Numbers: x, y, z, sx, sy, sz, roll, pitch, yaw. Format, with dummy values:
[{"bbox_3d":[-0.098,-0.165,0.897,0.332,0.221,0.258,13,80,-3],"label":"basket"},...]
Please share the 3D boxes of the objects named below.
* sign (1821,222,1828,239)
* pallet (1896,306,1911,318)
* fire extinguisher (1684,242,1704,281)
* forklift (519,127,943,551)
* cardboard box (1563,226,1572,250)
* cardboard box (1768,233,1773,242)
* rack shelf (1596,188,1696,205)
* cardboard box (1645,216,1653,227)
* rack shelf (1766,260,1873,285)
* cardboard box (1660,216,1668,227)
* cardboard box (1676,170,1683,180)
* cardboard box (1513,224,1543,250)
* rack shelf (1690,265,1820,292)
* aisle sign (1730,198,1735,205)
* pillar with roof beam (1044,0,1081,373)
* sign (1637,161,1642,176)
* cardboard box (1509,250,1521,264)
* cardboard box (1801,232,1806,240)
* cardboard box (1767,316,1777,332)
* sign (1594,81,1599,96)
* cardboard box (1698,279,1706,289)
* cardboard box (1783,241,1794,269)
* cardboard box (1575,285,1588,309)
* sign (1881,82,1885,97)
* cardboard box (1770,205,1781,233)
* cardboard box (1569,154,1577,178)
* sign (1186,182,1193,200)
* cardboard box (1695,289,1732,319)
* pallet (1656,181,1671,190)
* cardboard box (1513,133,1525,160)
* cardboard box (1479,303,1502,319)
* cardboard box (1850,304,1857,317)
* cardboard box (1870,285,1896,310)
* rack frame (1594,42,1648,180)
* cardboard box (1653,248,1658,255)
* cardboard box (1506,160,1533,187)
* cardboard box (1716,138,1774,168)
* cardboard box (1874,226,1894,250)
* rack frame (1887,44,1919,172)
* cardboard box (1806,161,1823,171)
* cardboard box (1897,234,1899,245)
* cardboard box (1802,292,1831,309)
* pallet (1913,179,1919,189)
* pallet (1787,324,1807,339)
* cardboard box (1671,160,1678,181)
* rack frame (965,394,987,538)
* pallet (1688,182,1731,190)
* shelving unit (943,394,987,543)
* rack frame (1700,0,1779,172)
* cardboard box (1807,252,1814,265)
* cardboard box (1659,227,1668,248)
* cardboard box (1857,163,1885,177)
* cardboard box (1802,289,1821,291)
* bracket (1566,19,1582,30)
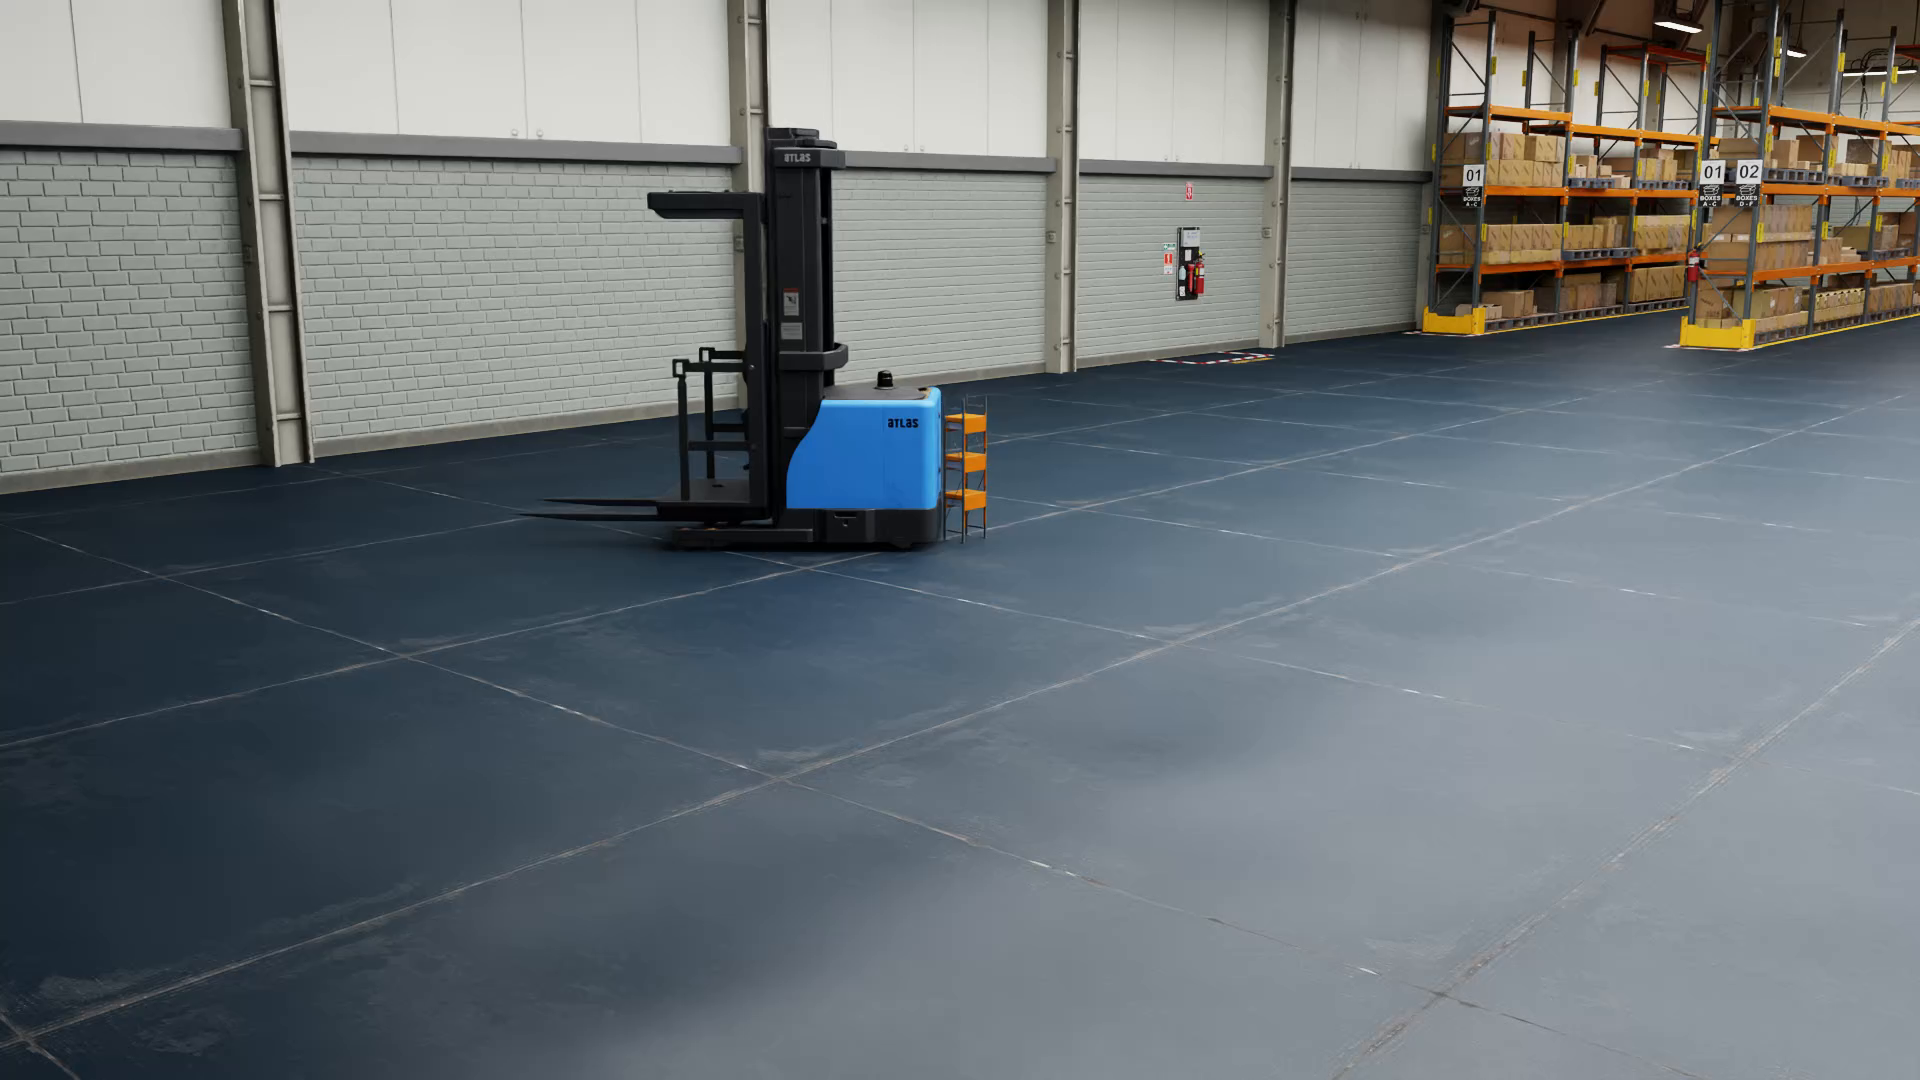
[{"bbox_3d":[16.382,-5.864,31.500,0.100,0.325,0.005,10,15,40],"label":"sign"},{"bbox_3d":[20.736,-5.157,37.493,1.003,0.211,1.213,10,15,40],"label":"pallet"},{"bbox_3d":[12.896,-4.888,29.225,0.296,0.674,0.183,10,15,40],"label":"fire extinguisher"},{"bbox_3d":[-1.660,-1.460,12.038,3.031,2.935,1.130,0,11,2],"label":"forklift"},{"bbox_3d":[12.602,-6.447,35.454,0.700,0.500,0.500,10,15,41],"label":"cardboard box"},{"bbox_3d":[14.250,-5.393,29.644,0.380,0.149,0.250,9,15,39],"label":"cardboard box"},{"bbox_3d":[16.201,-8.113,39.350,1.077,0.370,4.000,10,15,40],"label":"rack shelf"},{"bbox_3d":[15.728,-7.386,38.550,0.500,0.250,0.500,9,15,40],"label":"cardboard box"},{"bbox_3d":[17.284,-5.414,33.494,1.077,0.370,4.000,10,15,40],"label":"rack shelf"},{"bbox_3d":[16.388,-7.536,39.301,0.500,0.250,0.500,9,15,39],"label":"cardboard box"},{"bbox_3d":[17.797,-9.072,41.373,0.500,0.250,0.500,10,15,41],"label":"cardboard box"},{"bbox_3d":[11.495,-6.160,33.810,0.500,0.500,0.500,9,15,39],"label":"cardboard box"},{"bbox_3d":[14.644,-4.825,30.547,1.077,0.370,4.000,10,15,40],"label":"rack shelf"},{"bbox_3d":[20.434,-9.124,43.598,0.394,0.787,0.004,10,15,40],"label":"aisle sign"},{"bbox_3d":[4.725,-6.358,21.069,9.100,9.000,0.400,10,15,40],"label":"pillar with roof beam"},{"bbox_3d":[15.287,-8.355,37.403,0.100,0.325,0.005,10,15,40],"label":"sign"},{"bbox_3d":[10.833,-5.643,33.137,0.500,0.250,0.500,9,15,39],"label":"cardboard box"},{"bbox_3d":[15.610,-5.697,31.163,0.380,0.149,0.250,9,15,39],"label":"cardboard box"},{"bbox_3d":[14.502,-3.939,30.222,0.500,0.250,0.500,10,15,40],"label":"cardboard box"},{"bbox_3d":[14.461,-10.249,37.763,0.100,0.325,0.005,10,15,40],"label":"sign"},{"bbox_3d":[18.426,-6.439,42.103,0.700,0.500,0.500,10,15,40],"label":"cardboard box"},{"bbox_3d":[14.998,-5.303,30.850,0.700,0.500,0.500,10,15,41],"label":"cardboard box"},{"bbox_3d":[13.384,-5.365,36.672,0.700,0.500,0.500,10,15,41],"label":"cardboard box"},{"bbox_3d":[20.849,-10.161,37.521,0.100,0.325,0.005,10,15,40],"label":"sign"},{"bbox_3d":[14.351,-5.796,30.004,0.700,0.500,0.500,10,15,41],"label":"cardboard box"},{"bbox_3d":[12.661,-7.908,35.160,0.500,0.500,0.500,-9,15,-39],"label":"cardboard box"},{"bbox_3d":[3.711,-5.645,26.899,0.001,0.298,0.199,10,15,40],"label":"sign"},{"bbox_3d":[13.454,-4.226,29.746,0.500,0.500,0.500,10,15,40],"label":"cardboard box"},{"bbox_3d":[16.002,-8.345,39.160,1.003,0.211,1.213,11,16,43],"label":"pallet"},{"bbox_3d":[10.736,-7.713,32.652,0.500,0.500,0.500,10,15,42],"label":"cardboard box"},{"bbox_3d":[10.501,-4.595,33.299,0.500,0.311,0.500,-11,15,-43],"label":"cardboard box"},{"bbox_3d":[18.103,-4.733,34.197,0.500,0.250,0.500,10,15,40],"label":"cardboard box"},{"bbox_3d":[20.136,-5.309,36.392,0.500,0.500,0.500,9,14,38],"label":"cardboard box"},{"bbox_3d":[14.881,-9.642,37.513,1.000,3.000,0.127,10,15,40],"label":"rack frame"},{"bbox_3d":[16.276,-6.833,39.353,0.380,0.149,0.250,10,15,41],"label":"cardboard box"},{"bbox_3d":[11.067,-7.303,33.153,0.500,0.500,0.500,11,16,44],"label":"cardboard box"},{"bbox_3d":[13.706,-6.764,29.066,0.637,0.503,0.797,-11,16,-44],"label":"cardboard box"},{"bbox_3d":[19.682,-6.533,35.933,0.500,0.500,0.700,-9,14,-37],"label":"cardboard box"},{"bbox_3d":[21.245,-9.591,37.256,1.000,3.000,0.127,10,15,40],"label":"rack frame"},{"bbox_3d":[16.378,-7.165,32.078,0.500,0.250,0.500,-10,15,-42],"label":"cardboard box"},{"bbox_3d":[21.382,-6.805,38.368,0.500,0.500,0.500,10,15,41],"label":"cardboard box"},{"bbox_3d":[16.758,-4.706,32.632,0.500,0.311,0.500,10,15,40],"label":"cardboard box"},{"bbox_3d":[20.761,-7.941,37.133,1.213,0.211,1.003,10,15,40],"label":"pallet"},{"bbox_3d":[15.407,-3.993,31.665,1.003,0.211,1.213,10,15,40],"label":"pallet"},{"bbox_3d":[16.858,-8.910,40.123,0.700,0.500,0.500,9,14,37],"label":"cardboard box"},{"bbox_3d":[0.116,-0.541,12.238,0.200,1.050,0.008,10,15,40],"label":"rack frame"},{"bbox_3d":[18.875,-9.014,42.252,1.003,0.211,1.213,10,15,40],"label":"pallet"},{"bbox_3d":[0.035,-0.523,12.148,0.215,1.050,0.252,10,15,40],"label":"shelving unit"},{"bbox_3d":[13.323,-7.826,28.416,1.000,3.000,0.127,10,15,40],"label":"rack frame"},{"bbox_3d":[16.256,-5.477,32.356,0.500,0.250,0.500,11,16,44],"label":"cardboard box"},{"bbox_3d":[16.413,-7.170,39.385,0.500,0.500,0.500,10,15,42],"label":"cardboard box"},{"bbox_3d":[18.867,-7.649,34.936,0.910,0.500,0.500,10,15,40],"label":"cardboard box"},{"bbox_3d":[17.359,-5.001,34.108,0.500,0.311,0.500,9,15,39],"label":"cardboard box"},{"bbox_3d":[13.366,-11.221,36.227,0.235,0.232,0.430,10,15,40],"label":"bracket"}]
